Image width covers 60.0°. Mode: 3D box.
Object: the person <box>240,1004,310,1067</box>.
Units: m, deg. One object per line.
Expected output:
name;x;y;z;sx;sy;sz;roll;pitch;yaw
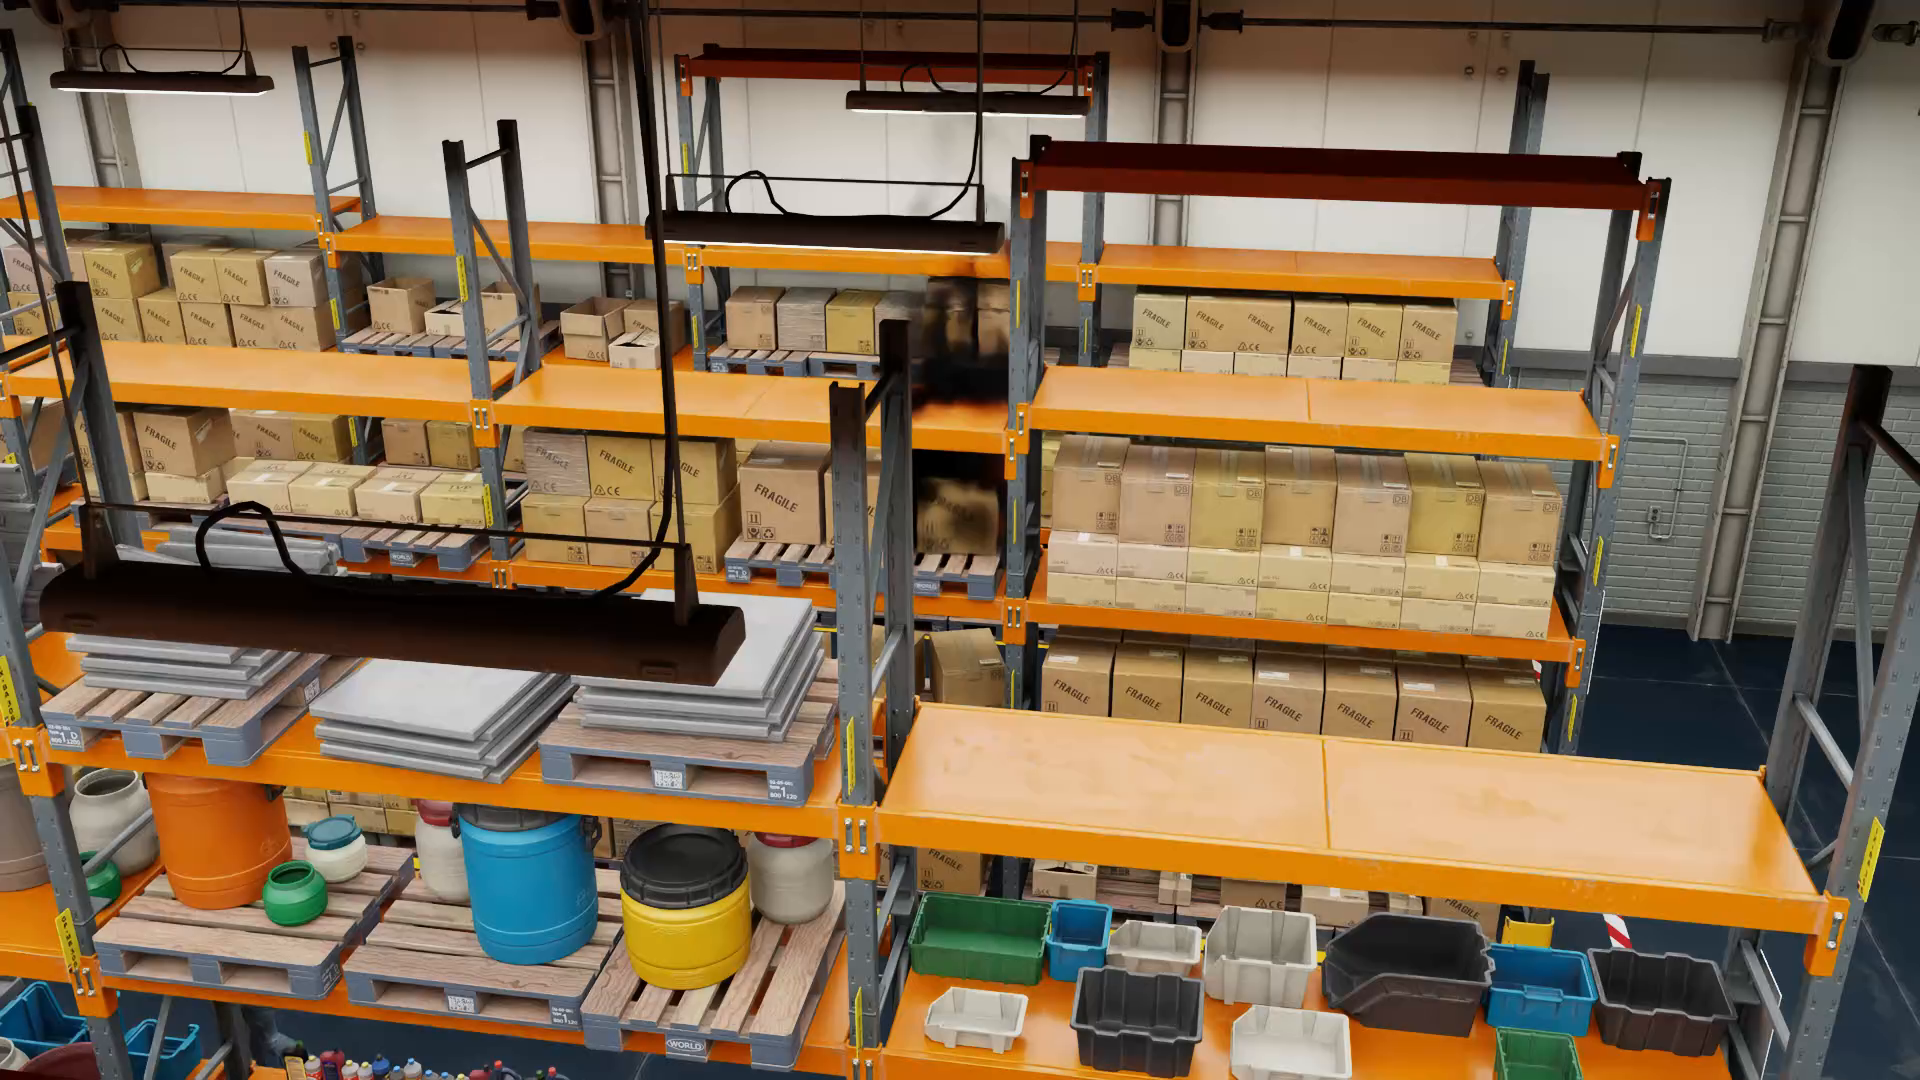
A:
person;-4.671;2.964;11.099;0.876;1.774;0.697;6;24;14
